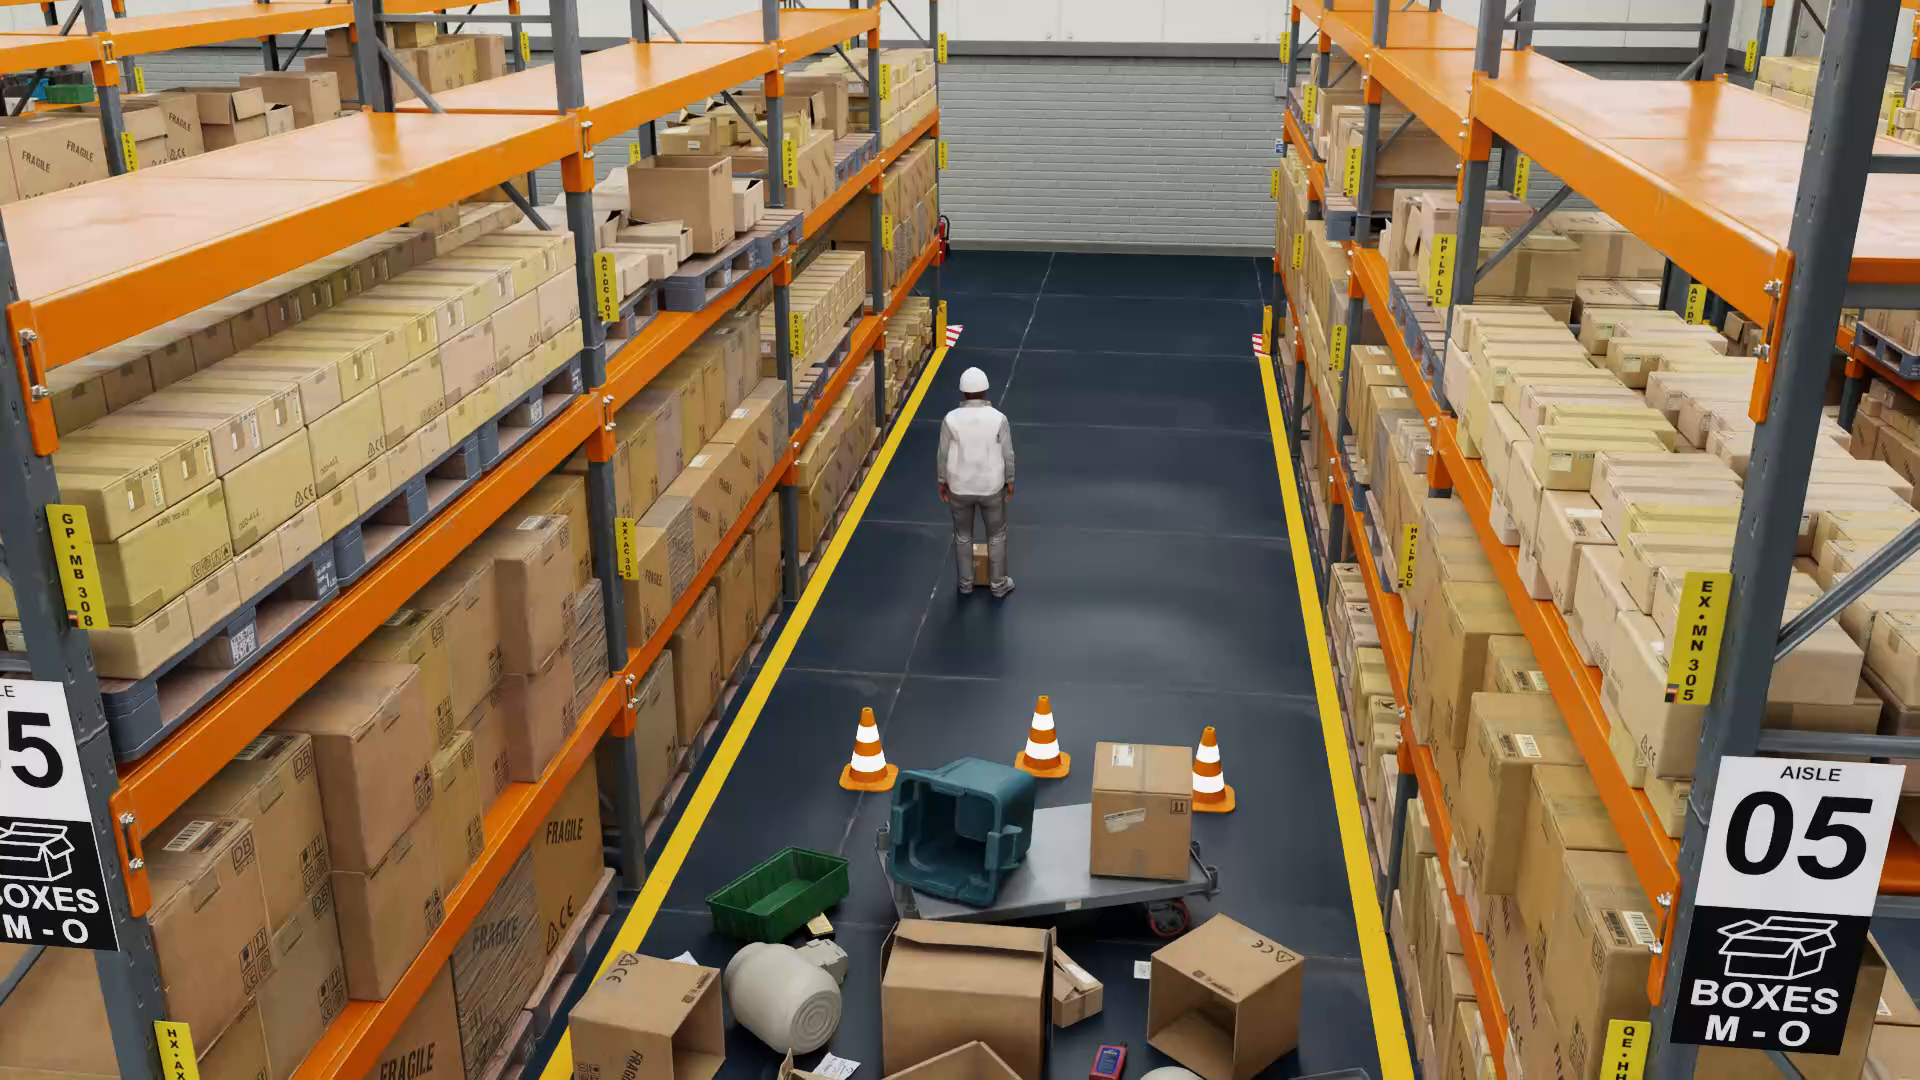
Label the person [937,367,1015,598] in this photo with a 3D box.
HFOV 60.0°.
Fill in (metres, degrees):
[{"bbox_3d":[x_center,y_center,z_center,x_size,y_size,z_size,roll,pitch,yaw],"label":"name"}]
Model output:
[{"bbox_3d":[0.124,-0.428,12.586,0.594,1.772,0.471,1,21,3],"label":"person"}]
